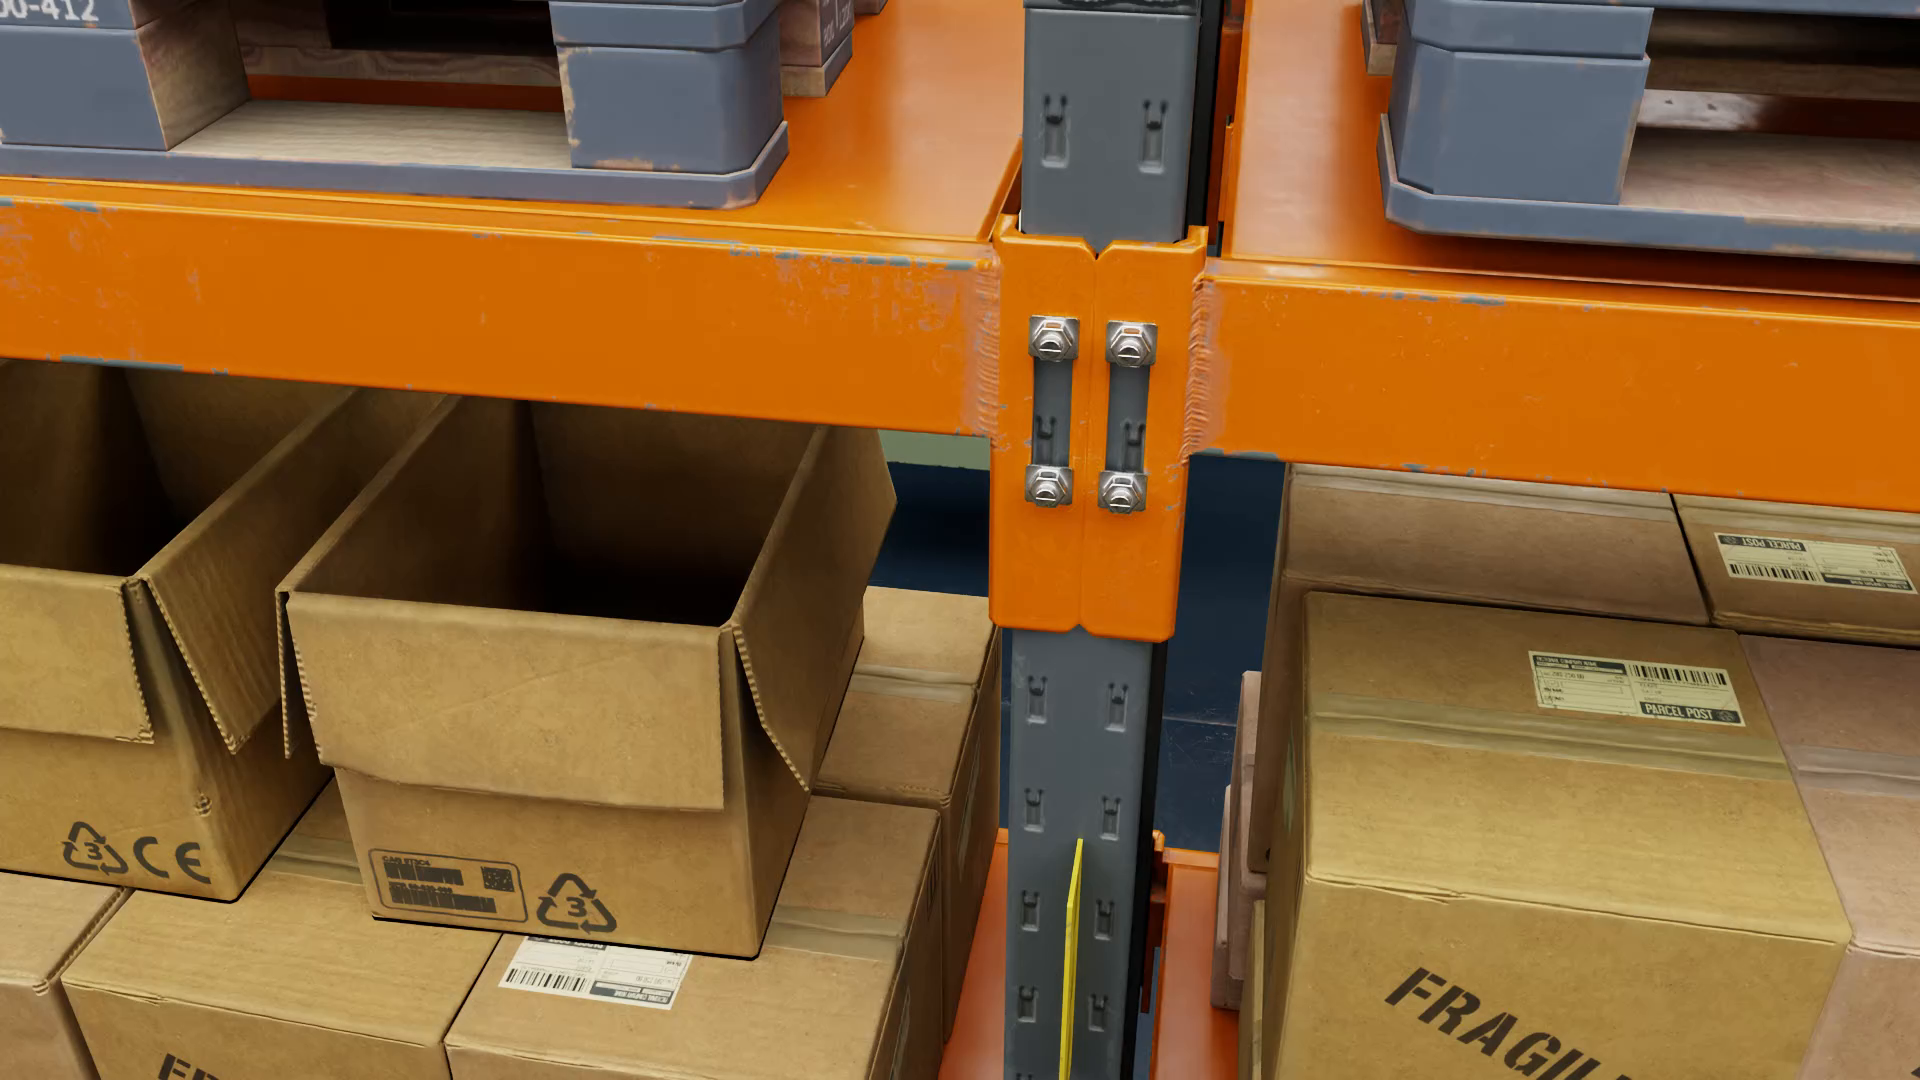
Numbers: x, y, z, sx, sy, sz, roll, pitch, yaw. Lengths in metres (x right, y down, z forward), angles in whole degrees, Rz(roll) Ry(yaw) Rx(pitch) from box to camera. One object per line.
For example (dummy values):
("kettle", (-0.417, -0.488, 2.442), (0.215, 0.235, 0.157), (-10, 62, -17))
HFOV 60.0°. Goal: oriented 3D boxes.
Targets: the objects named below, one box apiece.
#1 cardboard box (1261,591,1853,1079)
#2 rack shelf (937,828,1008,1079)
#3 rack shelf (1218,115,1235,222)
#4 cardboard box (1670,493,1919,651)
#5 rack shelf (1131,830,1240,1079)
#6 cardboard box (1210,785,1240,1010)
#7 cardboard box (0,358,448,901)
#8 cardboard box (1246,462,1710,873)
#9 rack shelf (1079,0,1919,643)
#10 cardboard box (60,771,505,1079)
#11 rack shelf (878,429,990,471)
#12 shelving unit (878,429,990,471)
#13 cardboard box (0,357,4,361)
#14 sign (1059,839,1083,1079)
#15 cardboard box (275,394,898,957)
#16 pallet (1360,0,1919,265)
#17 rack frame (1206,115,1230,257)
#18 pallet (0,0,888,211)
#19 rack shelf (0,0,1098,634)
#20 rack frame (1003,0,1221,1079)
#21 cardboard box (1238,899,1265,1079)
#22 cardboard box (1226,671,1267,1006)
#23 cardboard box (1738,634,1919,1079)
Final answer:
("cardboard box", (0.622, 0.422, 1.902), (0.500, 0.500, 0.500), (5, 32, 8))
("rack shelf", (-1.779, 0.753, 2.899), (4.000, 0.370, 1.077), (5, 32, 8))
("rack shelf", (2.997, -1.481, 6.467), (4.000, 0.370, 1.077), (5, 32, 8))
("cardboard box", (1.184, 0.194, 2.267), (0.500, 0.500, 0.500), (5, 32, 9))
("rack shelf", (2.164, 1.110, 2.328), (4.000, 0.370, 1.077), (5, 32, 8))
("cardboard box", (0.548, 0.589, 2.719), (0.250, 0.149, 0.380), (5, 32, 8))
("cardboard box", (-1.113, 0.039, 2.322), (0.637, 0.503, 0.797), (6, 32, 9))
("cardboard box", (0.691, 0.147, 2.342), (0.500, 0.500, 0.500), (6, 33, 10))
("rack shelf", (2.164, -0.162, 1.532), (4.000, 0.370, 1.077), (5, 32, 8))
("cardboard box", (-0.801, 0.637, 2.311), (0.500, 0.500, 0.500), (6, 33, 10))
("rack shelf", (-0.007, -0.360, 6.026), (0.720, 0.370, 0.431), (5, 32, 8))
("shelving unit", (-0.007, -0.636, 5.853), (0.755, 1.500, 0.431), (5, 32, 8))
("cardboard box", (-1.728, -0.009, 2.397), (0.637, 0.503, 0.797), (6, 33, 10))
("sign", (0.111, 0.454, 1.681), (0.005, 0.325, 0.100), (5, 32, 8))
("cardboard box", (-0.438, 0.106, 2.214), (0.637, 0.503, 0.797), (4, 32, 7))
("pallet", (0.997, -0.529, 1.525), (1.213, 0.211, 1.003), (5, 32, 8))
("rack frame", (1.026, -1.964, 6.561), (0.127, 3.000, 1.000), (5, 32, 8))
("pallet", (-0.719, -0.620, 1.767), (1.217, 0.209, 0.805), (4, 32, 6))
("rack shelf", (-1.779, -0.519, 2.103), (4.000, 0.370, 1.077), (5, 32, 8))
("rack frame", (0.193, 0.626, 2.422), (0.127, 3.000, 1.000), (5, 32, 8))
("cardboard box", (0.612, 0.743, 2.097), (0.500, 0.250, 0.500), (5, 32, 7))
("cardboard box", (0.672, 0.466, 2.540), (0.500, 0.250, 0.500), (5, 32, 7))
("cardboard box", (1.106, 0.470, 1.826), (0.500, 0.500, 0.500), (5, 32, 8))
